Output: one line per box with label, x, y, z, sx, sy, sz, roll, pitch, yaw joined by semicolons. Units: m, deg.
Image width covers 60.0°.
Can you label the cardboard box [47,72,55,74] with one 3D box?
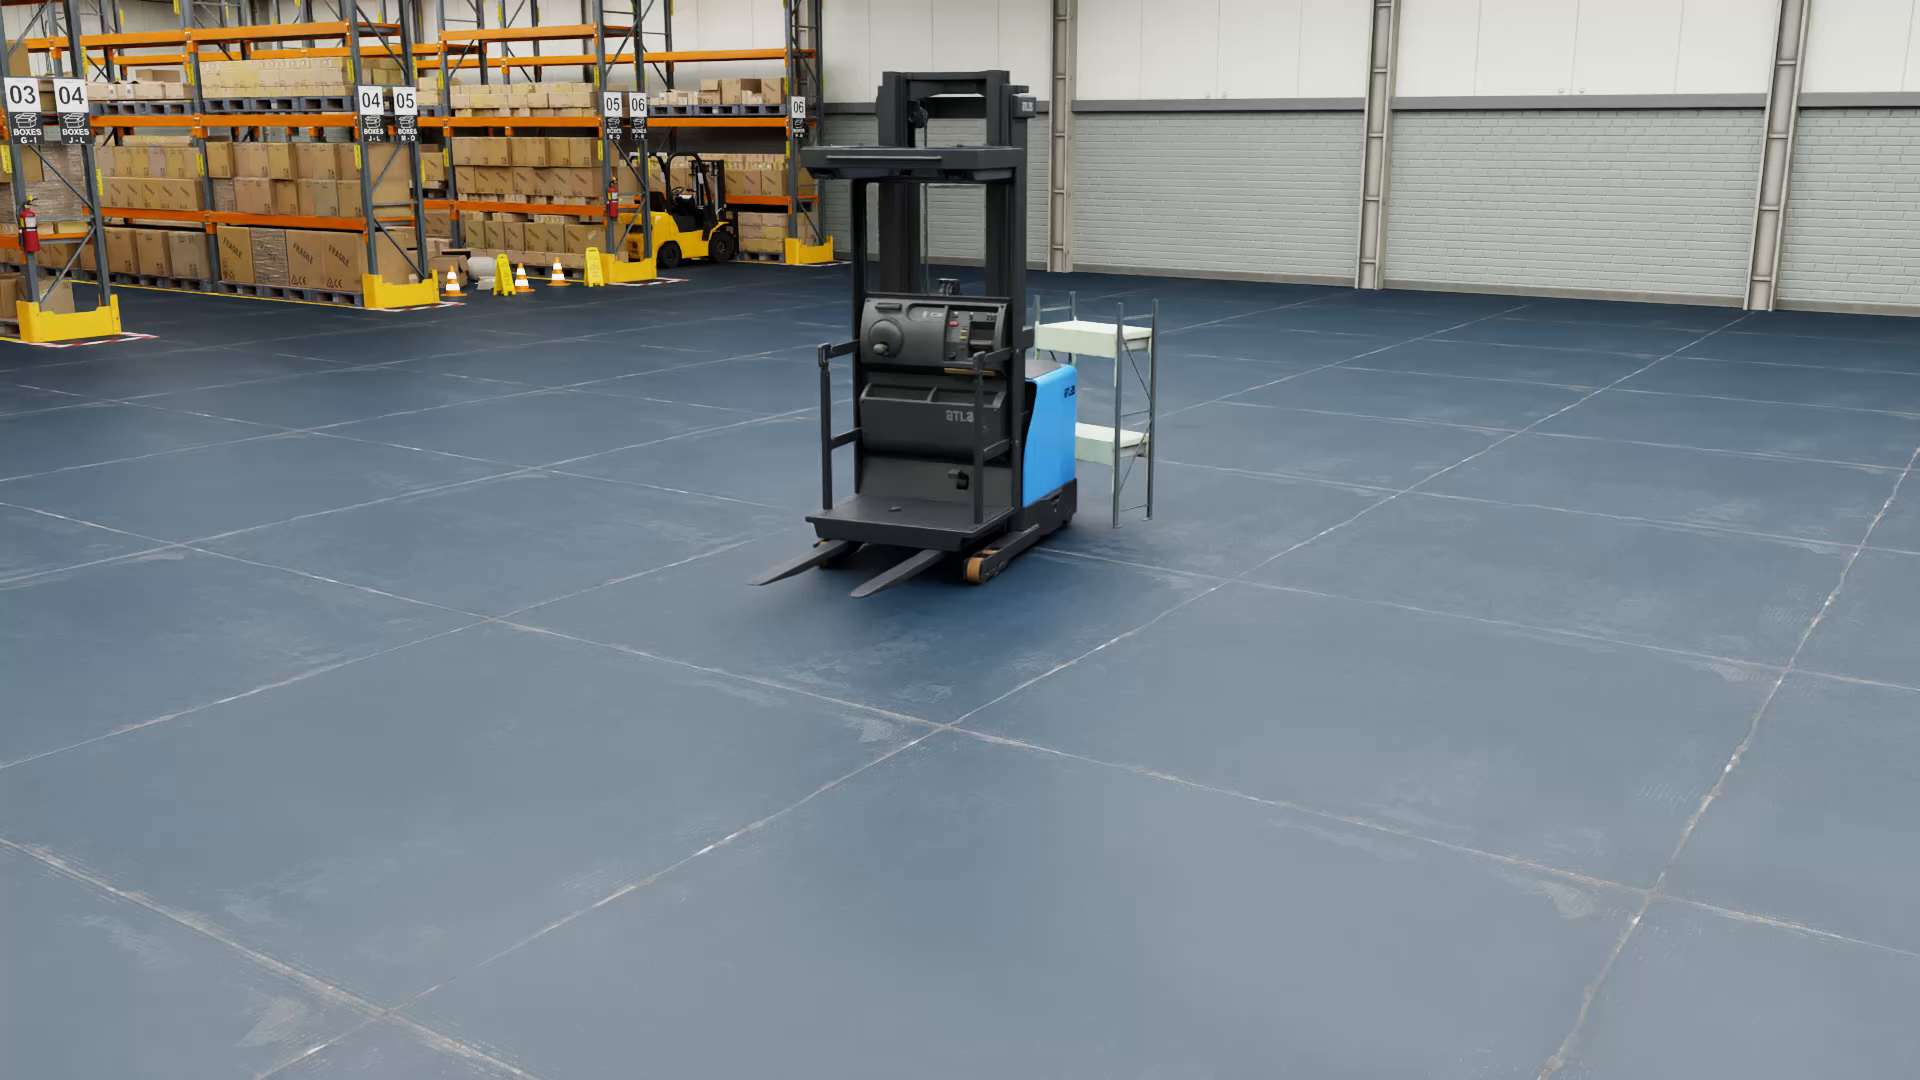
cardboard box;-15.954;-8.176;29.565;0.258;0.266;0.396;9;17;33

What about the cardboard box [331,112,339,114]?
cardboard box;-12.053;-8.376;32.454;0.258;0.266;0.396;9;17;33

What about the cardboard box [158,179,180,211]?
cardboard box;-12.793;-5.692;27.365;0.500;0.500;0.500;9;17;32

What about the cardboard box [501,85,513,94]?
cardboard box;-7.922;-8.009;29.556;0.250;0.149;0.380;9;16;32

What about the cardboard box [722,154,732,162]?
cardboard box;-4.556;-7.678;33.420;0.250;0.149;0.380;10;17;34

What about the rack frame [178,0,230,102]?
rack frame;-15.751;-10.544;34.691;0.127;3.000;1.000;9;17;33

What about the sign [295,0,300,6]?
sign;-12.738;-10.427;31.943;0.005;0.325;0.100;9;17;33

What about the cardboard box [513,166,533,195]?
cardboard box;-7.634;-6.441;29.774;0.500;0.500;0.500;9;17;33

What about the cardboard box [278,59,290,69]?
cardboard box;-9.996;-7.144;24.978;0.250;0.149;0.380;9;16;32

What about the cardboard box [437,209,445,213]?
cardboard box;-11.920;-7.698;38.654;0.250;0.149;0.380;9;17;33

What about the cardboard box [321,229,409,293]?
cardboard box;-9.072;-4.272;25.388;0.875;0.875;0.875;9;17;33

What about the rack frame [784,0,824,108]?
rack frame;-3.026;-9.925;32.190;0.127;3.000;1.000;9;17;33

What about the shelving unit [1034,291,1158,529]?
shelving unit;0.911;-0.902;11.347;0.755;1.500;0.431;13;19;43

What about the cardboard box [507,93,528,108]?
cardboard box;-7.639;-7.769;29.415;0.500;0.250;0.500;9;17;33

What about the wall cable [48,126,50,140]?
wall cable;-22.980;-9.697;41.641;0.122;1.984;0.588;9;17;33

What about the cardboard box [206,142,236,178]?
cardboard box;-11.504;-6.099;26.660;0.550;0.550;0.875;9;17;33

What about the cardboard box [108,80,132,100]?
cardboard box;-13.791;-7.483;27.672;0.500;0.311;0.500;9;16;32

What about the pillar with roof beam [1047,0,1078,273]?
pillar with roof beam;-0.525;-8.535;26.575;0.400;9.000;9.100;9;17;33

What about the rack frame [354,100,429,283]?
rack frame;-8.472;-5.022;24.869;0.127;3.000;1.000;9;17;33

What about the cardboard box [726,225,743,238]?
cardboard box;-4.455;-6.262;33.685;0.500;0.250;0.500;9;16;32

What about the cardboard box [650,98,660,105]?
cardboard box;-6.142;-9.015;34.197;0.250;0.149;0.380;10;17;34

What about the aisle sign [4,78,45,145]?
aisle sign;-11.440;-5.241;20.341;0.004;0.787;0.394;9;17;33

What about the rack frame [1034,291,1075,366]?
rack frame;0.652;-0.965;11.598;0.023;1.500;0.400;13;19;43

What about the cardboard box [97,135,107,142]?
cardboard box;-18.930;-8.914;36.953;0.250;0.149;0.380;10;17;34

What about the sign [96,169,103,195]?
sign;-11.022;-4.575;21.261;0.005;0.325;0.100;9;17;33

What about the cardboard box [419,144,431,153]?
cardboard box;-10.201;-7.377;31.332;0.250;0.149;0.380;9;16;31

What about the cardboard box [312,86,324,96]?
cardboard box;-9.359;-6.654;24.659;0.250;0.149;0.380;9;17;34

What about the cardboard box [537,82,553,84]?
cardboard box;-8.725;-9.649;36.028;0.500;0.500;0.700;9;16;32

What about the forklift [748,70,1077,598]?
forklift;-0.246;-1.274;9.868;1.130;2.935;3.031;6;15;22

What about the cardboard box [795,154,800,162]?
cardboard box;-3.186;-7.608;33.139;0.250;0.149;0.380;9;16;32

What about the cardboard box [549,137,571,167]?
cardboard box;-6.755;-6.795;29.124;0.500;0.500;0.700;9;17;33

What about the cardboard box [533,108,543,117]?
cardboard box;-7.293;-7.526;29.264;0.250;0.149;0.380;9;16;31

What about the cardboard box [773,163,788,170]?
cardboard box;-3.470;-7.367;32.783;0.250;0.149;0.380;9;17;34

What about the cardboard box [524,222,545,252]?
cardboard box;-7.453;-5.450;29.883;0.500;0.500;0.500;9;16;32

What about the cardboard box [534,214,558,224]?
cardboard box;-7.370;-5.732;29.674;0.250;0.149;0.380;10;17;35

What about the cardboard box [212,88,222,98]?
cardboard box;-11.463;-6.994;26.033;0.250;0.149;0.380;9;17;33

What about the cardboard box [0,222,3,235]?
cardboard box;-12.119;-3.979;21.177;0.250;0.149;0.380;9;17;33

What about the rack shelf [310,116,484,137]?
rack shelf;-10.772;-7.934;31.887;4.000;0.370;1.077;9;17;33

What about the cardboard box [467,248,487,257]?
cardboard box;-8.774;-5.295;30.820;0.500;0.250;0.500;8;16;30

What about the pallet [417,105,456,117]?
pallet;-9.565;-8.028;31.160;1.003;0.211;1.213;9;17;33

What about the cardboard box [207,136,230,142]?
cardboard box;-15.868;-8.575;35.581;0.250;0.149;0.380;9;16;32

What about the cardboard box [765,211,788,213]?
cardboard box;-3.736;-6.536;33.751;0.500;0.250;0.500;9;17;33

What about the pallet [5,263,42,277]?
pallet;-16.766;-5.010;30.624;1.213;0.211;1.003;9;17;33

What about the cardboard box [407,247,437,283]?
cardboard box;-9.444;-4.731;28.607;0.503;0.637;0.797;9;17;33

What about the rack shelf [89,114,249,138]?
rack shelf;-13.451;-6.934;27.845;4.000;0.370;1.077;9;17;33

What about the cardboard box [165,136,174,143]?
cardboard box;-16.764;-8.581;35.608;0.250;0.149;0.380;9;17;32

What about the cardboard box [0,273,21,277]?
cardboard box;-12.857;-3.285;22.181;0.500;0.500;0.500;11;18;38

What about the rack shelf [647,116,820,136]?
rack shelf;-4.686;-8.388;33.720;4.000;0.370;1.077;9;17;33

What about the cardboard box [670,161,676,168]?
cardboard box;-5.780;-7.754;34.345;0.250;0.149;0.380;9;17;33

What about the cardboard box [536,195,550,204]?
cardboard box;-7.323;-6.066;29.608;0.250;0.149;0.380;9;17;32

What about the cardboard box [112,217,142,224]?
cardboard box;-18.466;-7.060;37.559;0.875;0.438;0.875;9;16;31

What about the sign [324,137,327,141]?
sign;-15.976;-9.982;41.838;0.005;0.325;0.100;9;17;33

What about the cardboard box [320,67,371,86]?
cardboard box;-9.034;-6.812;24.468;0.500;0.250;0.500;9;17;34

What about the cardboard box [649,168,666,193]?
cardboard box;-6.123;-7.486;34.615;0.500;0.500;0.500;9;16;31

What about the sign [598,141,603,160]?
sign;-6.120;-6.630;28.297;0.005;0.325;0.100;9;17;33
